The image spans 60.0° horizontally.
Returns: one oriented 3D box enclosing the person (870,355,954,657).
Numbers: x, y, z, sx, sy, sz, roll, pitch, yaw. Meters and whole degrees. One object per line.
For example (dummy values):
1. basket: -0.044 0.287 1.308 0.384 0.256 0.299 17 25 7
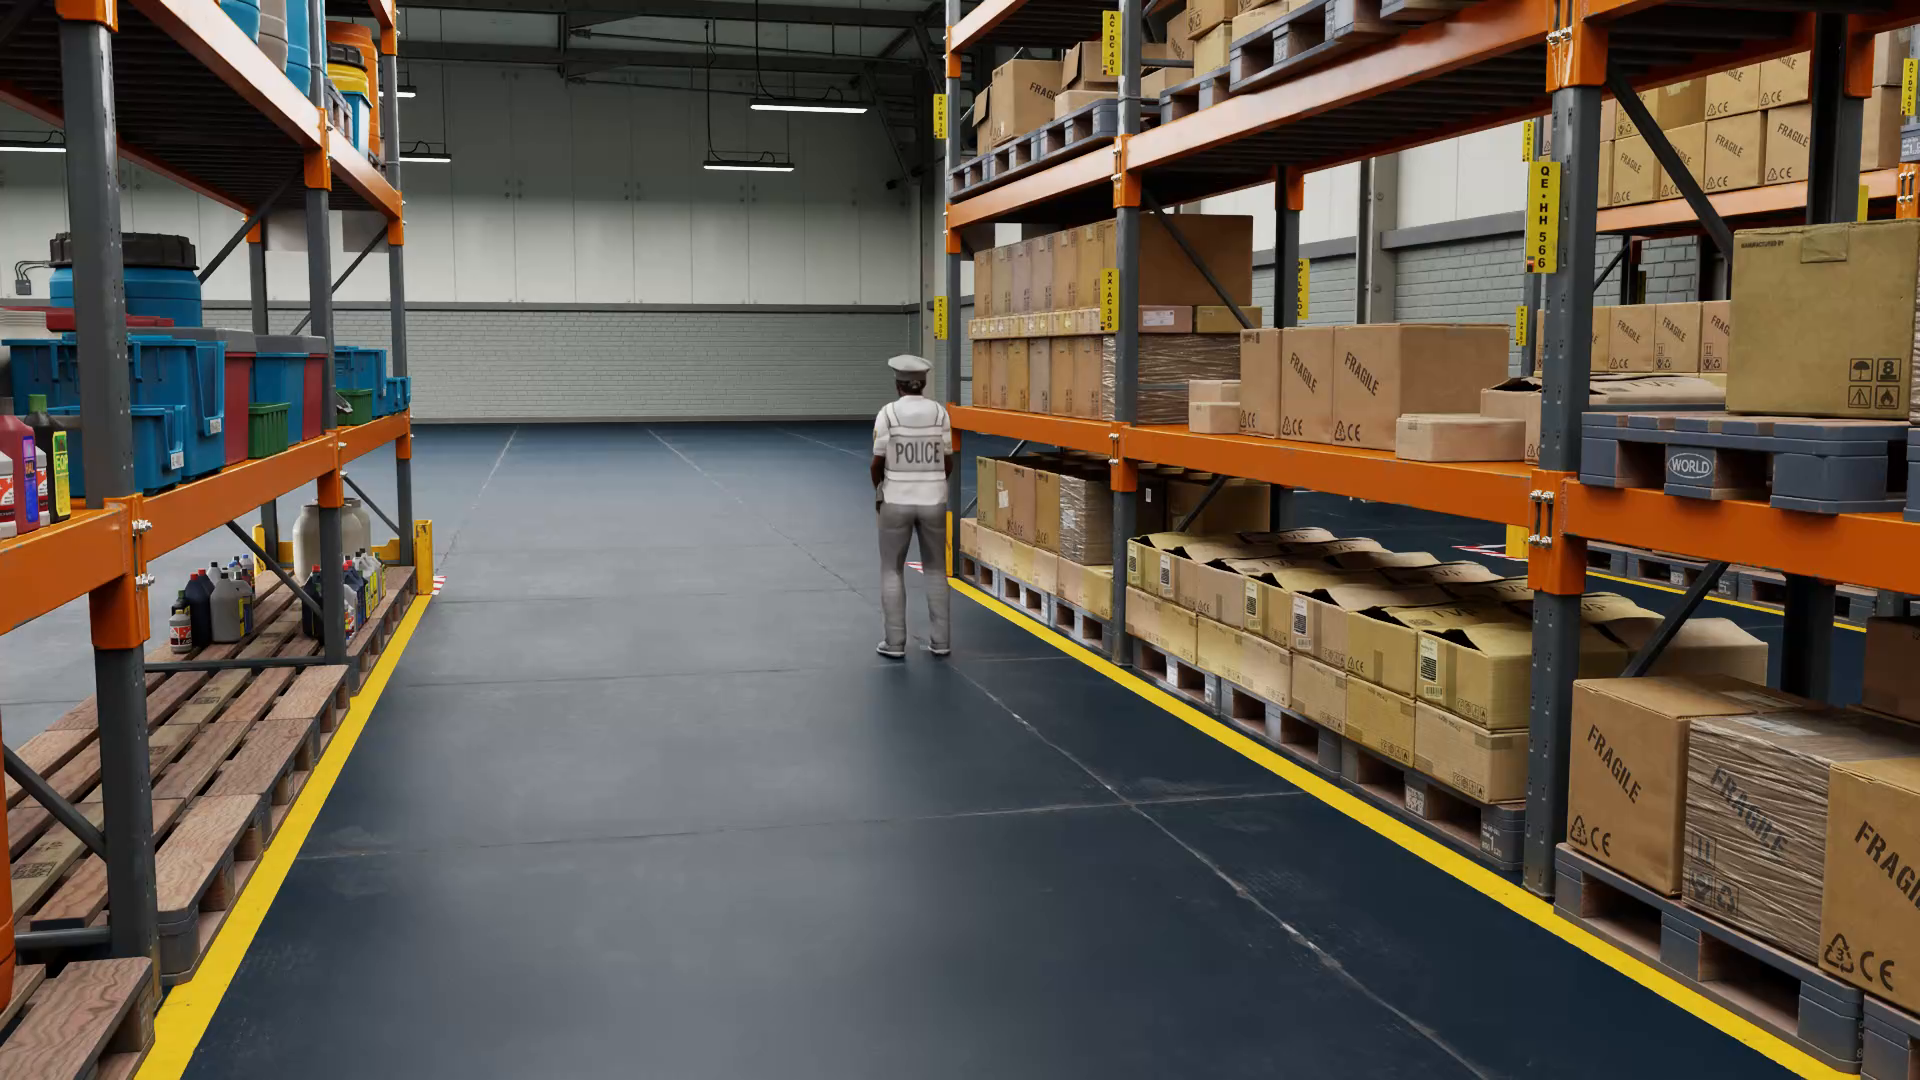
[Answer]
1. person: -0.273 -0.190 9.328 0.479 1.680 0.429 -2 6 -15
